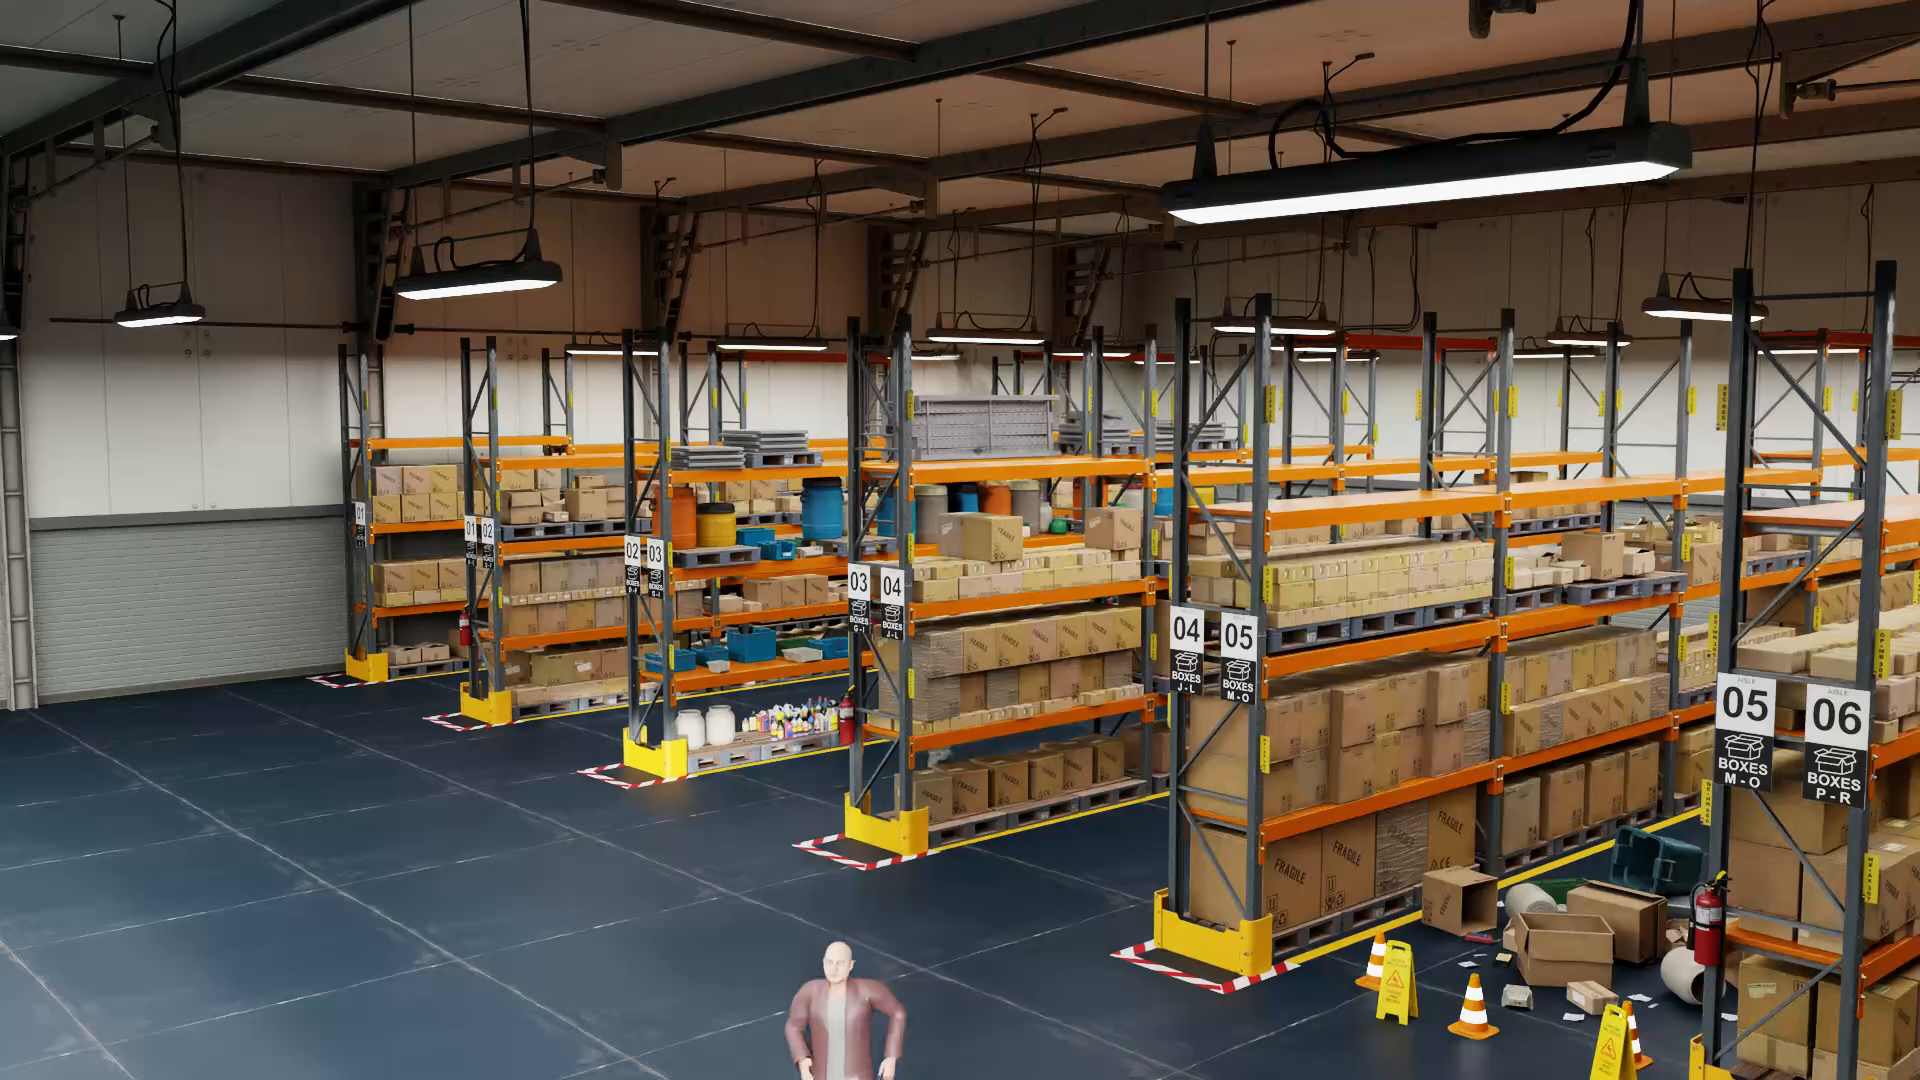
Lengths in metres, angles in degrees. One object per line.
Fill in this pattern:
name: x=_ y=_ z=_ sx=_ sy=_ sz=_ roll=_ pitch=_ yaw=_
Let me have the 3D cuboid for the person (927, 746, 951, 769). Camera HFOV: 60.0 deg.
person: x=-0.350 y=2.237 z=22.830 sx=0.715 sy=1.780 sz=0.833 roll=3 pitch=6 yaw=27

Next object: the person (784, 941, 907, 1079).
person: x=-0.737 y=3.368 z=10.342 sx=0.750 sy=1.742 sz=0.642 roll=1 pitch=5 yaw=8
